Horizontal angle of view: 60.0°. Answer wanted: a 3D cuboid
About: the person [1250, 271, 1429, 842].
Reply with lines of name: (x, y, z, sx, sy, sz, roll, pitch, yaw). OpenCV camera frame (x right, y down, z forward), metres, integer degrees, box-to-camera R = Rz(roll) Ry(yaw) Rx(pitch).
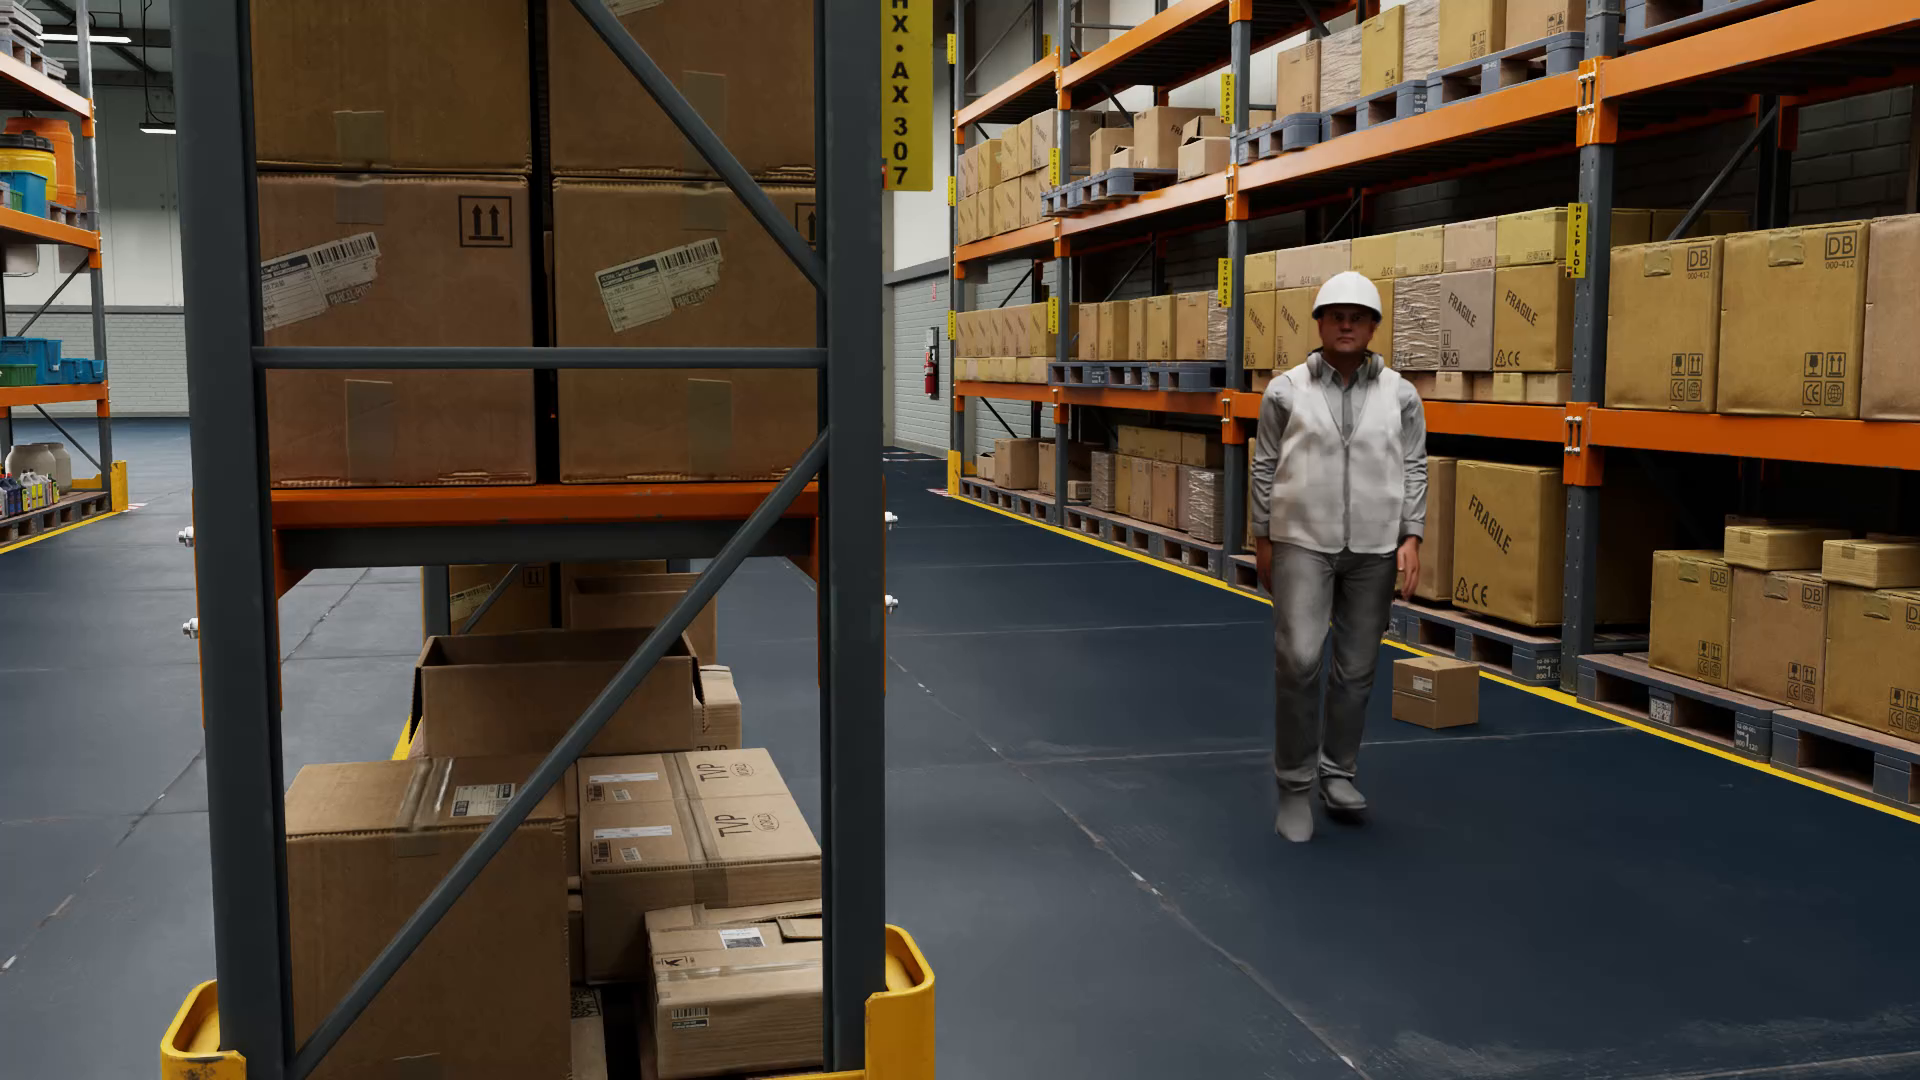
person: (1.222, 0.056, 5.364, 0.549, 1.831, 0.537, 0, 6, 2)
